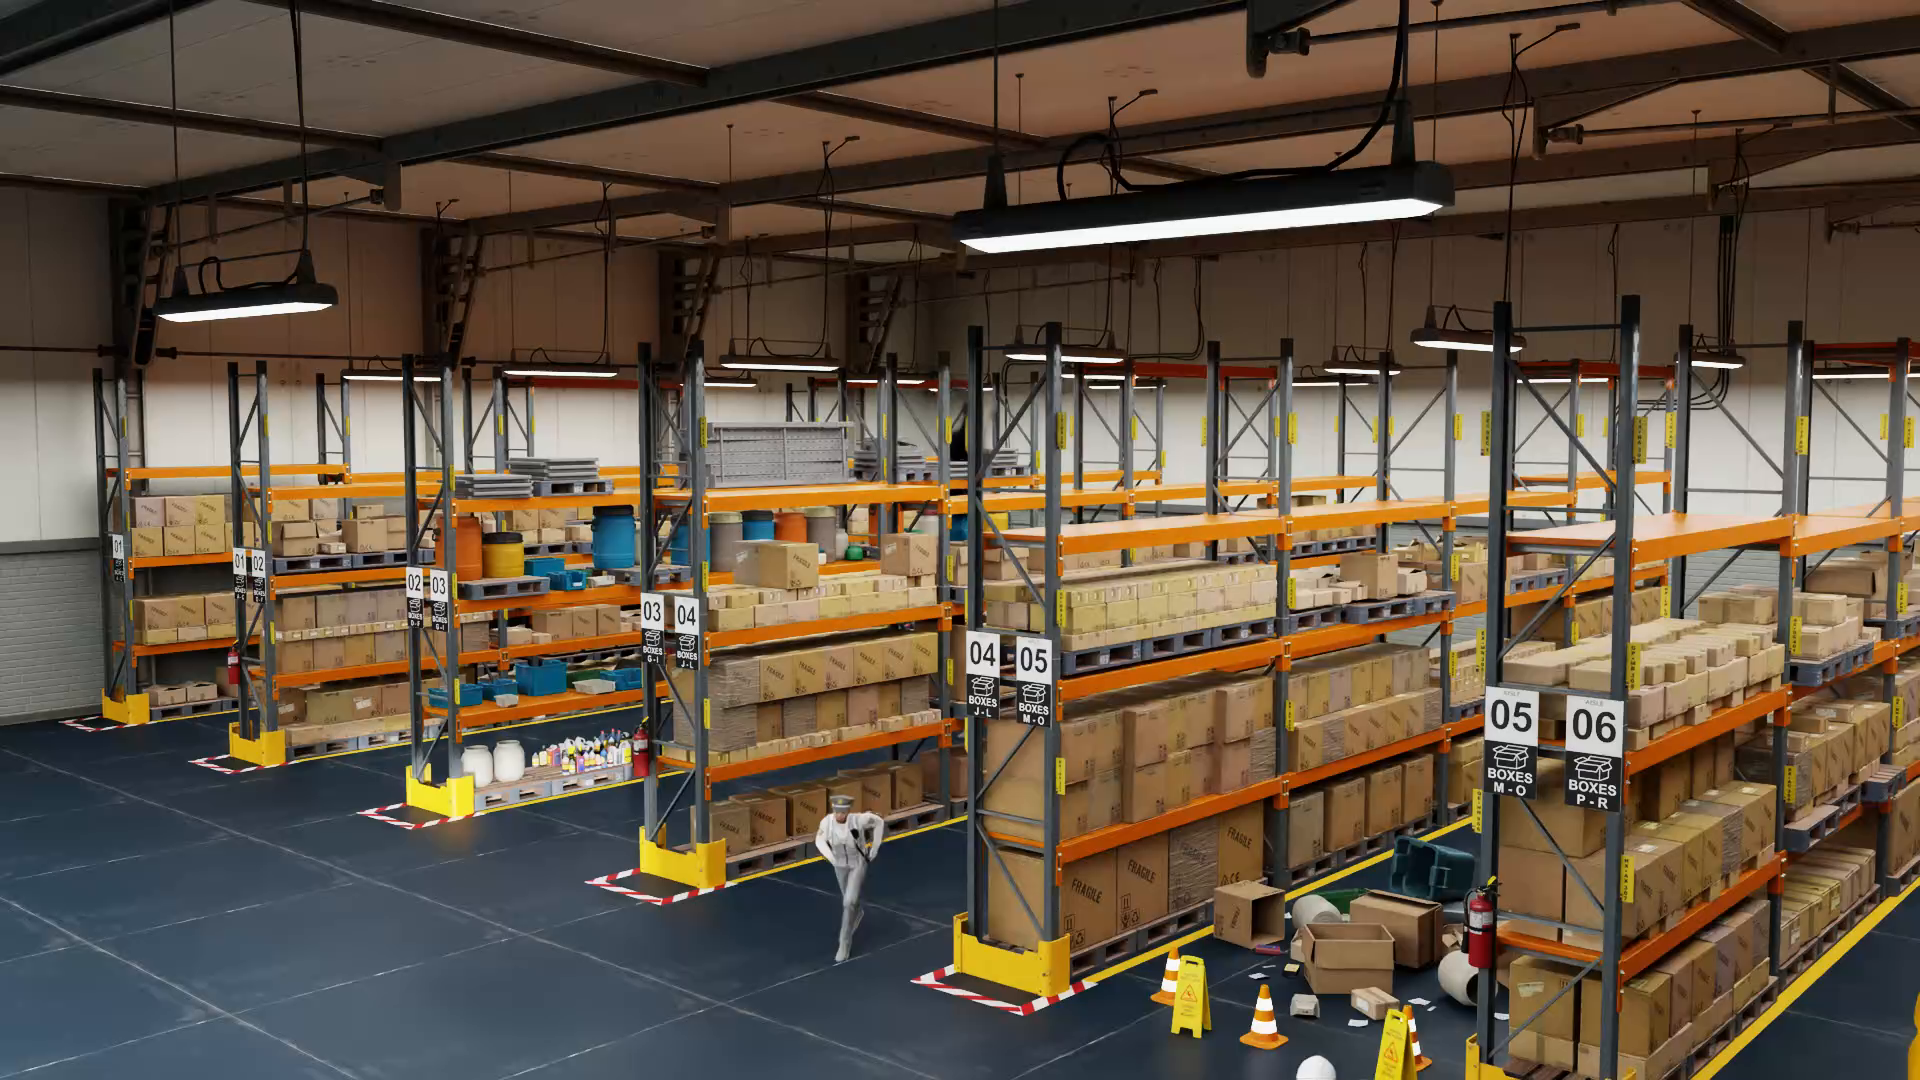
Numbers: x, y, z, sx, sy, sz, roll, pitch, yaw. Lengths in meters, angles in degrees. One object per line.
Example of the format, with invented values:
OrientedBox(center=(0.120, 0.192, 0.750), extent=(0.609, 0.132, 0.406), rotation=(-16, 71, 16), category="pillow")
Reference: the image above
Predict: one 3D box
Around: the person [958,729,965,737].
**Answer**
OrientedBox(center=(0.129, 2.351, 26.939), extent=(0.679, 1.694, 0.674), rotation=(3, 5, 38), category="person")

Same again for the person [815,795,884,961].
OrientedBox(center=(-1.052, 3.209, 16.212), extent=(0.658, 1.625, 0.964), rotation=(1, 4, 8), category="person")

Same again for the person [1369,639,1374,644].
OrientedBox(center=(6.893, 2.385, 27.467), extent=(0.544, 1.583, 0.856), rotation=(3, 5, 39), category="person")

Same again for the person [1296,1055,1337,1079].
OrientedBox(center=(2.050, 3.651, 9.394), extent=(0.699, 1.747, 1.037), rotation=(1, 4, 15), category="person")
